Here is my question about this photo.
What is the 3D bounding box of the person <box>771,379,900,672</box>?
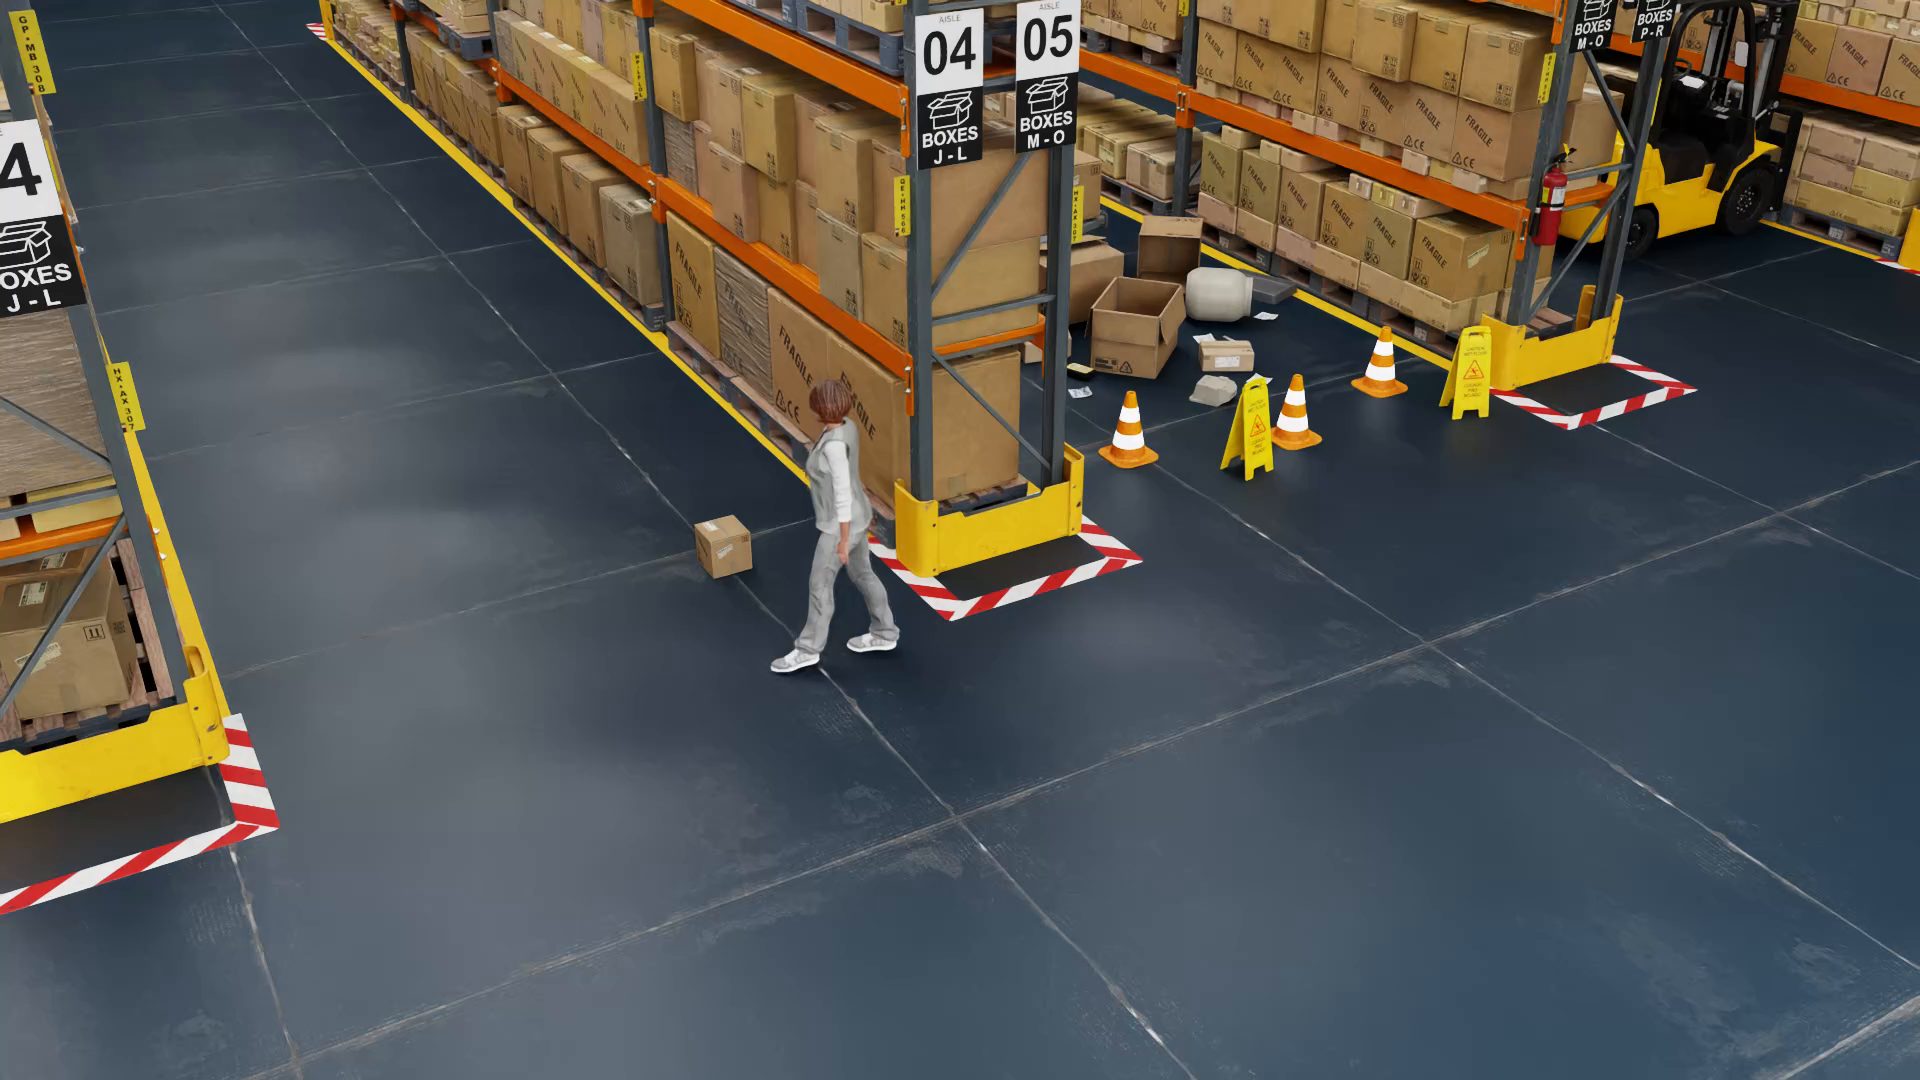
[{"bbox_3d":[-0.661,-0.062,8.684,0.663,1.549,0.486,3,30,5],"label":"person"}]
